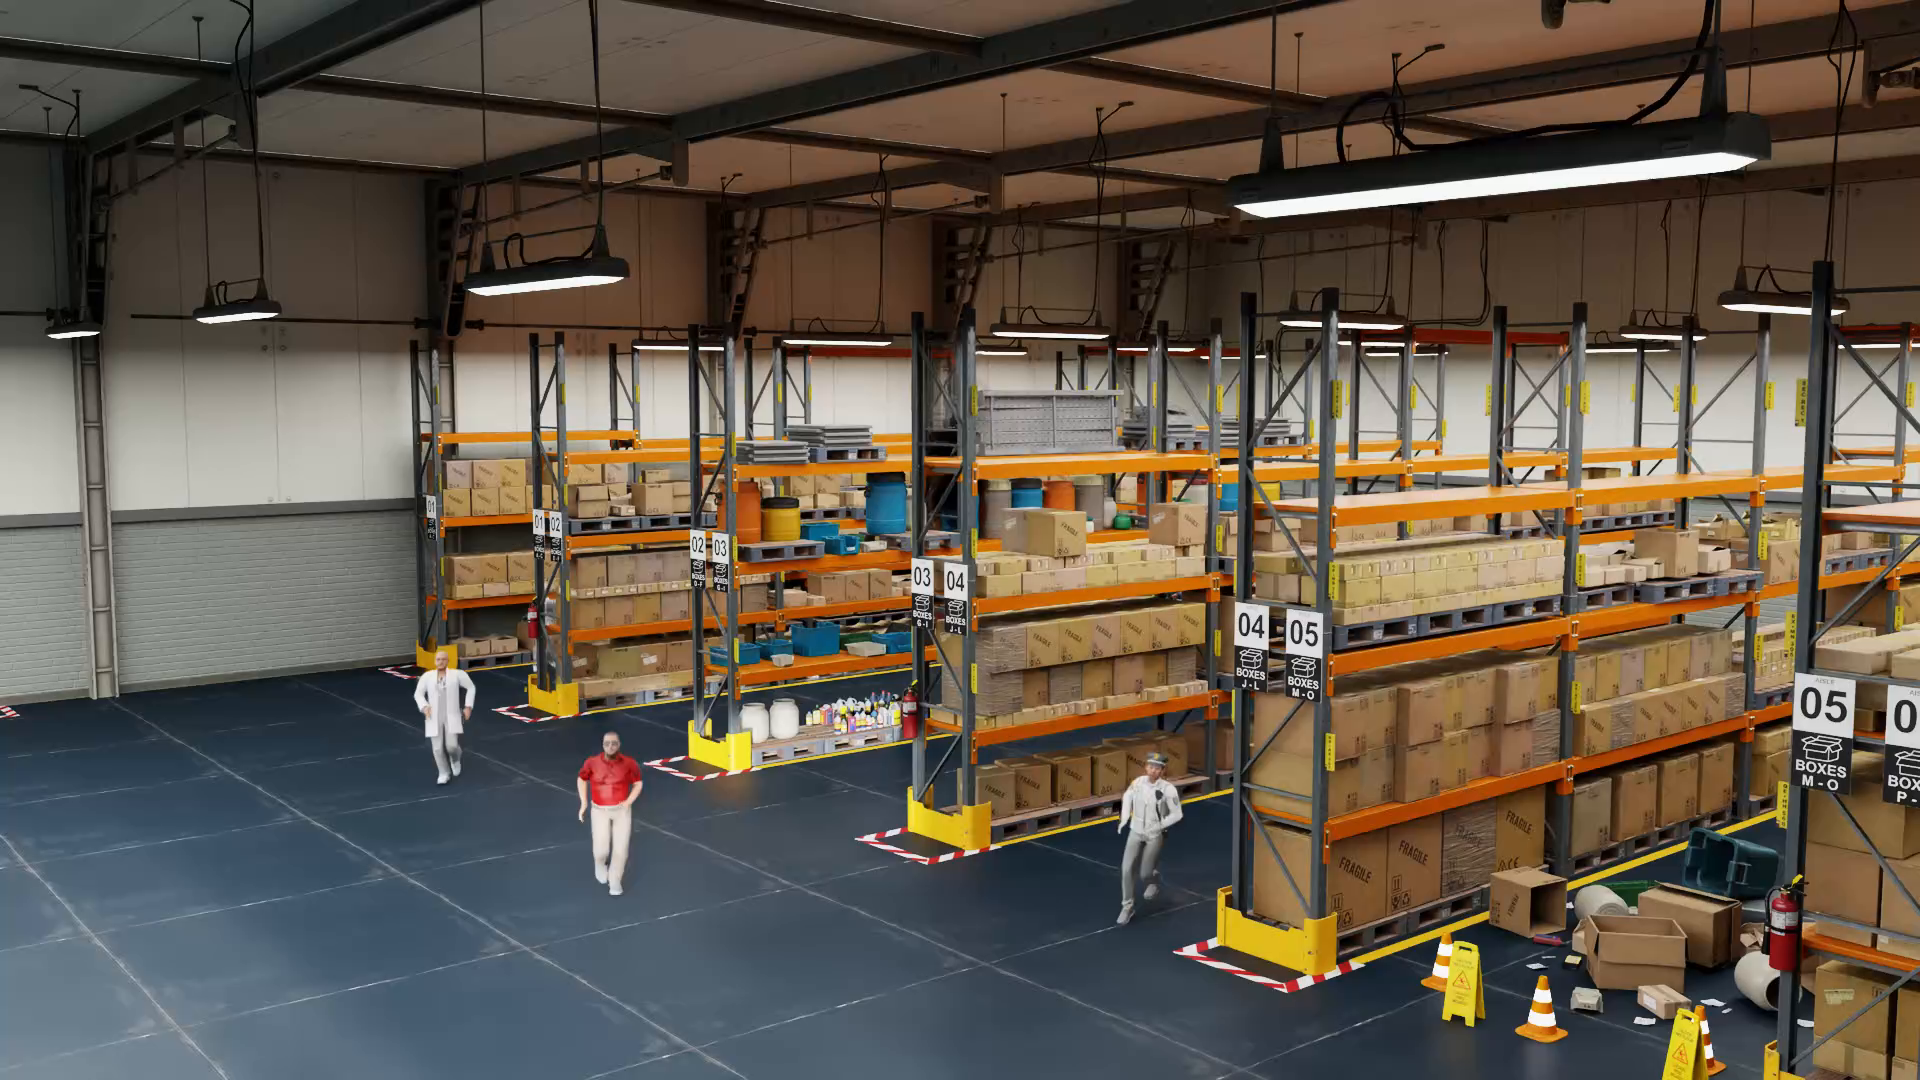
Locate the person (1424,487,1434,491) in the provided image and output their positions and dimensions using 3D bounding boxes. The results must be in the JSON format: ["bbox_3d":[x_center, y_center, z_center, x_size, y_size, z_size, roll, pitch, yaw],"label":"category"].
[{"bbox_3d":[5.011,1.812,18.992,2.455,3.178,28.859,1,5,13],"label":"person"}]

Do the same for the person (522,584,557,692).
[{"bbox_3d":[-7.098,1.615,28.287,0.926,1.808,0.683,-5,7,-43],"label":"person"}]

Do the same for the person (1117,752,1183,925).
[{"bbox_3d":[1.843,2.872,16.154,0.652,1.688,0.711,3,6,29],"label":"person"}]

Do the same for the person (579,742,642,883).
[{"bbox_3d":[-3.539,2.769,16.867,0.631,1.515,0.495,-1,5,-12],"label":"person"}]

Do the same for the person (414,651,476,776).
[{"bbox_3d":[-6.682,2.272,21.556,0.759,1.669,0.602,-1,5,-11],"label":"person"}]
